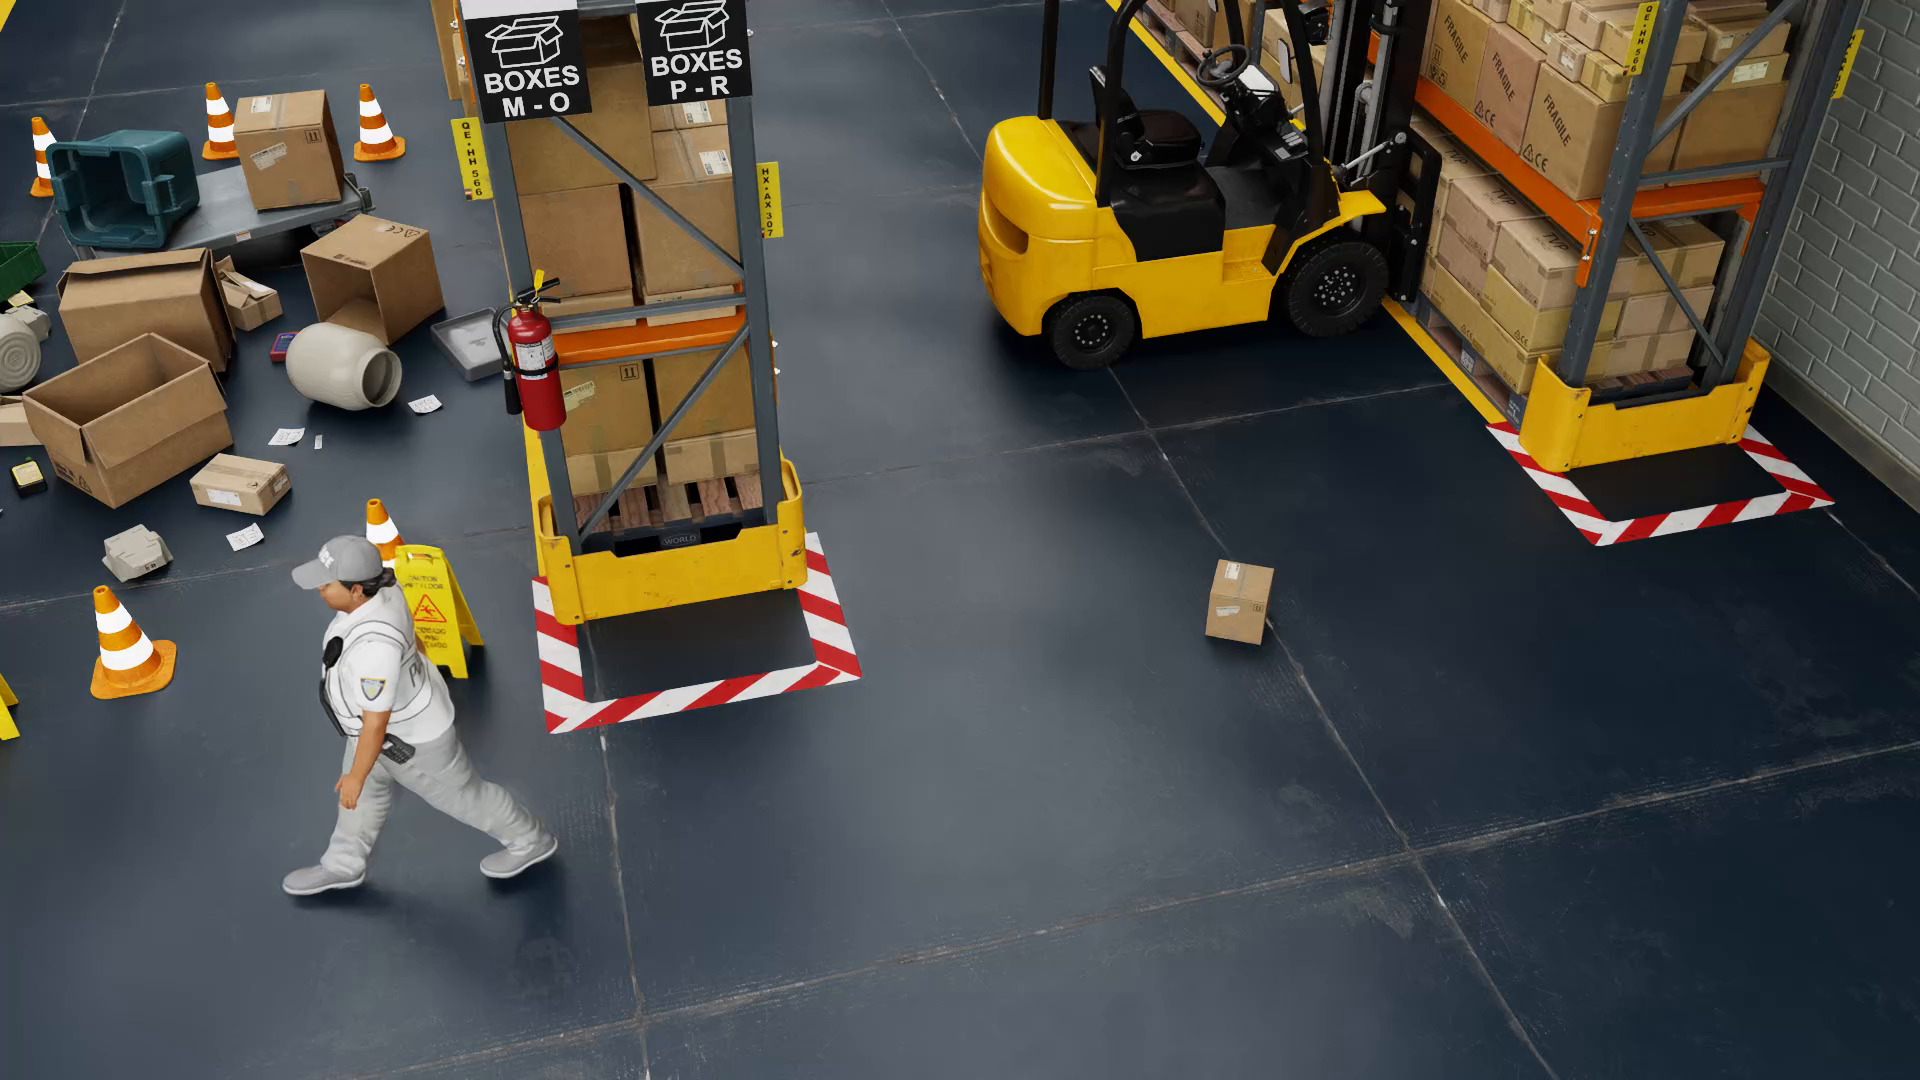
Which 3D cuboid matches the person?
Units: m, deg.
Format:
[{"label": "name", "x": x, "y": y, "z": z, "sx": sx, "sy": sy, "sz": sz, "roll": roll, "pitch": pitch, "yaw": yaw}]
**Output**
[{"label": "person", "x": -2.056, "y": 0.657, "z": 5.872, "sx": 1.001, "sy": 1.598, "sz": 0.526, "roll": -14, "pitch": 40, "yaw": -17}]
